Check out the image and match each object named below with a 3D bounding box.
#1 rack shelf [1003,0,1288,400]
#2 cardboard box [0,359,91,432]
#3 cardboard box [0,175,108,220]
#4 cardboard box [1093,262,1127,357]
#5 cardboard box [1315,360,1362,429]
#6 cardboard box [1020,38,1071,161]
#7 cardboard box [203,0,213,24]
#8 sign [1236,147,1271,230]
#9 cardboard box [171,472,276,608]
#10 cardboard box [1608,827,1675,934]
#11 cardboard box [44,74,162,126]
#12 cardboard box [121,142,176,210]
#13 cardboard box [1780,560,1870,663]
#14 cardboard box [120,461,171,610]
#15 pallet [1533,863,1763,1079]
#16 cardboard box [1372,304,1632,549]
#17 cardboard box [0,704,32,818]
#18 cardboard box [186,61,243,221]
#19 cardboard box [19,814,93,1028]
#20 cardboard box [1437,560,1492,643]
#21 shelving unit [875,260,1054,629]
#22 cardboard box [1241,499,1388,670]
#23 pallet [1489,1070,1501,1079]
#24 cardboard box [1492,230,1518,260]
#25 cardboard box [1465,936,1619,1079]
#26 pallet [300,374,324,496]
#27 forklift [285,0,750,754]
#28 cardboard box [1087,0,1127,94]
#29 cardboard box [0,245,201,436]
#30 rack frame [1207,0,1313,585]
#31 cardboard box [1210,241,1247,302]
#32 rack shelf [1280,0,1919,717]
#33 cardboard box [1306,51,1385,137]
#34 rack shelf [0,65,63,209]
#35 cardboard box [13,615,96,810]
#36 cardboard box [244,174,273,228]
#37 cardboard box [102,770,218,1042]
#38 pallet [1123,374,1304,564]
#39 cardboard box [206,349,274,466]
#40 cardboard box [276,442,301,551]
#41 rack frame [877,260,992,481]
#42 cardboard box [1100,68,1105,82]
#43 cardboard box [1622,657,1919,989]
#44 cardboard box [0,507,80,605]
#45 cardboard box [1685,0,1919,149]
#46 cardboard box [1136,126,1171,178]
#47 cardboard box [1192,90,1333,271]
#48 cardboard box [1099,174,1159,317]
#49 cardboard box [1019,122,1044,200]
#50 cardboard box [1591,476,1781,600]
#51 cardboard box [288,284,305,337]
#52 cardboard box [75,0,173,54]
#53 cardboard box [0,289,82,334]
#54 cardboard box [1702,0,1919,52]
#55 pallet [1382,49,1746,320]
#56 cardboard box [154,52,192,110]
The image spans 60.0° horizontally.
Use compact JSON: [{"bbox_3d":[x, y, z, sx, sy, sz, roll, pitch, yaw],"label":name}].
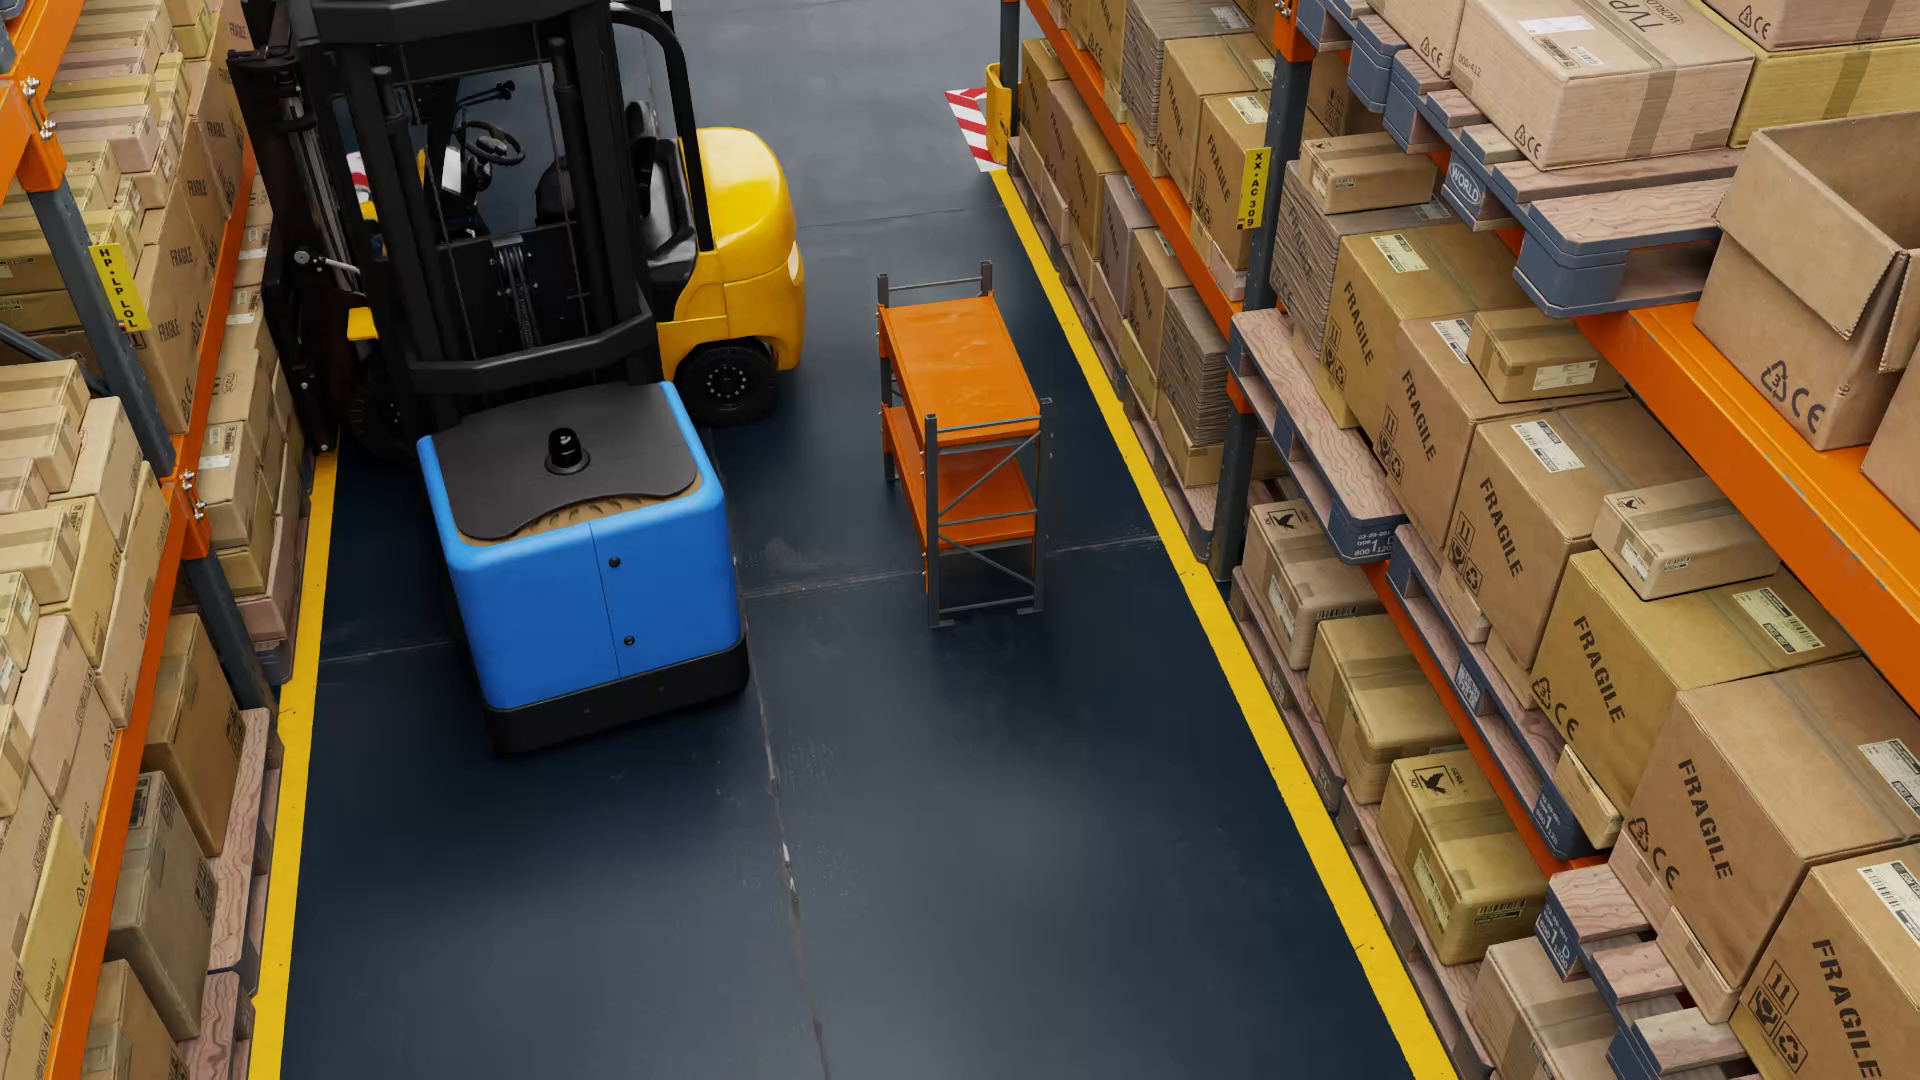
[{"bbox_3d":[1.170,-2.066,8.141,1.077,0.370,4.000,-8,42,-9],"label":"rack shelf"},{"bbox_3d":[-2.954,-0.415,5.176,0.380,0.149,0.250,-7,42,-8],"label":"cardboard box"},{"bbox_3d":[-3.185,-1.119,5.745,0.380,0.149,0.250,-8,42,-9],"label":"cardboard box"},{"bbox_3d":[0.982,-1.186,8.363,0.500,0.250,0.500,-8,42,-9],"label":"cardboard box"},{"bbox_3d":[1.458,-0.535,5.748,0.380,0.149,0.250,-8,42,-8],"label":"cardboard box"},{"bbox_3d":[0.648,-2.463,9.236,0.500,0.500,0.500,-10,43,-11],"label":"cardboard box"},{"bbox_3d":[-3.533,-2.346,7.351,0.380,0.149,0.250,-10,42,-11],"label":"cardboard box"},{"bbox_3d":[1.073,-1.279,6.061,0.100,0.325,0.005,-8,42,-9],"label":"sign"},{"bbox_3d":[-3.047,0.002,6.649,0.500,0.250,0.500,-9,42,-9],"label":"cardboard box"},{"bbox_3d":[1.891,0.828,4.212,0.380,0.149,0.250,-10,43,-11],"label":"cardboard box"},{"bbox_3d":[-3.269,-1.632,6.322,0.380,0.149,0.250,-9,42,-10],"label":"cardboard box"},{"bbox_3d":[-3.178,-1.352,6.232,0.380,0.149,0.250,-7,42,-8],"label":"cardboard box"},{"bbox_3d":[2.353,0.244,4.382,0.500,0.500,0.500,-8,42,-9],"label":"cardboard box"},{"bbox_3d":[-2.880,0.020,5.362,0.500,0.250,0.500,-7,42,-8],"label":"cardboard box"},{"bbox_3d":[2.207,1.179,4.088,1.213,0.211,1.003,-8,42,-9],"label":"pallet"},{"bbox_3d":[1.625,-0.352,5.053,0.500,0.500,0.500,-9,42,-10],"label":"cardboard box"},{"bbox_3d":[-2.516,0.570,4.067,0.380,0.149,0.250,-9,42,-10],"label":"cardboard box"},{"bbox_3d":[-3.412,-1.680,7.089,0.500,0.500,0.500,-8,42,-9],"label":"cardboard box"},{"bbox_3d":[-2.570,1.005,4.253,0.500,0.250,0.500,-7,42,-8],"label":"cardboard box"},{"bbox_3d":[1.667,0.151,4.975,0.380,0.149,0.250,-7,42,-8],"label":"cardboard box"},{"bbox_3d":[0.001,-0.416,7.153,0.538,1.125,1.048,-8,42,-9],"label":"shelving unit"},{"bbox_3d":[1.717,0.127,6.792,0.950,0.372,0.625,-8,42,-9],"label":"cardboard box"},{"bbox_3d":[2.298,2.090,5.018,1.003,0.211,1.213,-8,42,-9],"label":"pallet"},{"bbox_3d":[2.034,-0.756,5.509,0.500,0.500,0.500,-8,42,-9],"label":"cardboard box"},{"bbox_3d":[2.186,1.535,5.206,0.950,0.372,0.625,-9,42,-10],"label":"cardboard box"},{"bbox_3d":[-3.642,-0.596,8.044,1.003,0.211,1.213,-8,42,-9],"label":"pallet"},{"bbox_3d":[-1.884,-1.249,6.731,1.130,2.935,3.031,-15,44,-16],"label":"forklift"},{"bbox_3d":[0.913,-2.439,7.721,0.500,0.500,0.500,-9,42,-10],"label":"cardboard box"},{"bbox_3d":[-3.085,-0.687,5.971,0.500,0.500,0.500,-9,42,-10],"label":"cardboard box"},{"bbox_3d":[1.602,-1.038,6.442,1.000,3.000,0.127,-8,42,-9],"label":"rack frame"},{"bbox_3d":[1.235,-1.109,6.711,0.380,0.149,0.250,-9,42,-10],"label":"cardboard box"},{"bbox_3d":[2.033,-0.595,4.225,1.077,0.370,4.000,-8,42,-9],"label":"rack shelf"},{"bbox_3d":[1.718,-1.877,6.334,0.700,0.500,0.500,-9,42,-10],"label":"cardboard box"},{"bbox_3d":[-2.813,0.119,3.421,1.077,0.370,4.000,-8,42,-9],"label":"rack shelf"},{"bbox_3d":[-2.666,0.491,4.456,0.500,0.250,0.500,-8,42,-8],"label":"cardboard box"},{"bbox_3d":[-3.469,-1.511,7.976,0.500,0.250,0.500,-8,42,-9],"label":"cardboard box"},{"bbox_3d":[-2.961,1.247,5.340,0.875,0.625,0.625,-9,42,-10],"label":"cardboard box"},{"bbox_3d":[1.422,-0.426,7.852,1.003,0.211,1.213,-8,42,-9],"label":"pallet"},{"bbox_3d":[-3.143,-0.519,6.858,0.500,0.250,0.500,-8,42,-9],"label":"cardboard box"},{"bbox_3d":[-3.150,-0.141,7.187,0.500,0.250,0.500,-9,42,-10],"label":"cardboard box"},{"bbox_3d":[-0.108,-0.746,7.525,0.500,1.125,0.032,-8,42,-9],"label":"rack frame"},{"bbox_3d":[0.898,-2.270,8.019,0.380,0.149,0.250,-9,42,-10],"label":"cardboard box"},{"bbox_3d":[1.973,0.660,3.913,0.500,0.500,0.500,-9,42,-10],"label":"cardboard box"},{"bbox_3d":[-2.693,0.067,4.633,0.380,0.149,0.250,-10,42,-11],"label":"cardboard box"},{"bbox_3d":[2.082,-1.244,4.211,0.500,0.250,0.500,-8,42,-9],"label":"cardboard box"},{"bbox_3d":[1.012,-1.767,7.452,0.380,0.149,0.250,-9,42,-10],"label":"cardboard box"},{"bbox_3d":[1.263,-1.439,6.594,0.500,0.500,0.500,-9,42,-10],"label":"cardboard box"},{"bbox_3d":[0.989,-1.453,8.099,0.500,0.500,0.500,-6,42,-7],"label":"cardboard box"},{"bbox_3d":[0.642,-2.197,9.503,0.500,0.250,0.500,-9,42,-10],"label":"cardboard box"},{"bbox_3d":[1.836,-0.014,4.184,0.380,0.149,0.250,-10,43,-11],"label":"cardboard box"},{"bbox_3d":[-3.363,-0.979,7.754,0.500,0.250,0.500,-8,42,-9],"label":"cardboard box"},{"bbox_3d":[-3.488,-2.113,6.865,0.380,0.149,0.250,-8,42,-9],"label":"cardboard box"},{"bbox_3d":[-3.056,-0.849,5.665,0.380,0.149,0.250,-9,42,-10],"label":"cardboard box"},{"bbox_3d":[2.093,-1.432,4.046,0.500,0.250,0.500,-8,42,-9],"label":"cardboard box"},{"bbox_3d":[1.858,-1.003,4.284,1.213,0.211,1.003,-8,42,-9],"label":"pallet"},{"bbox_3d":[-3.370,-1.854,6.797,0.380,0.149,0.250,-9,42,-10],"label":"cardboard box"}]
